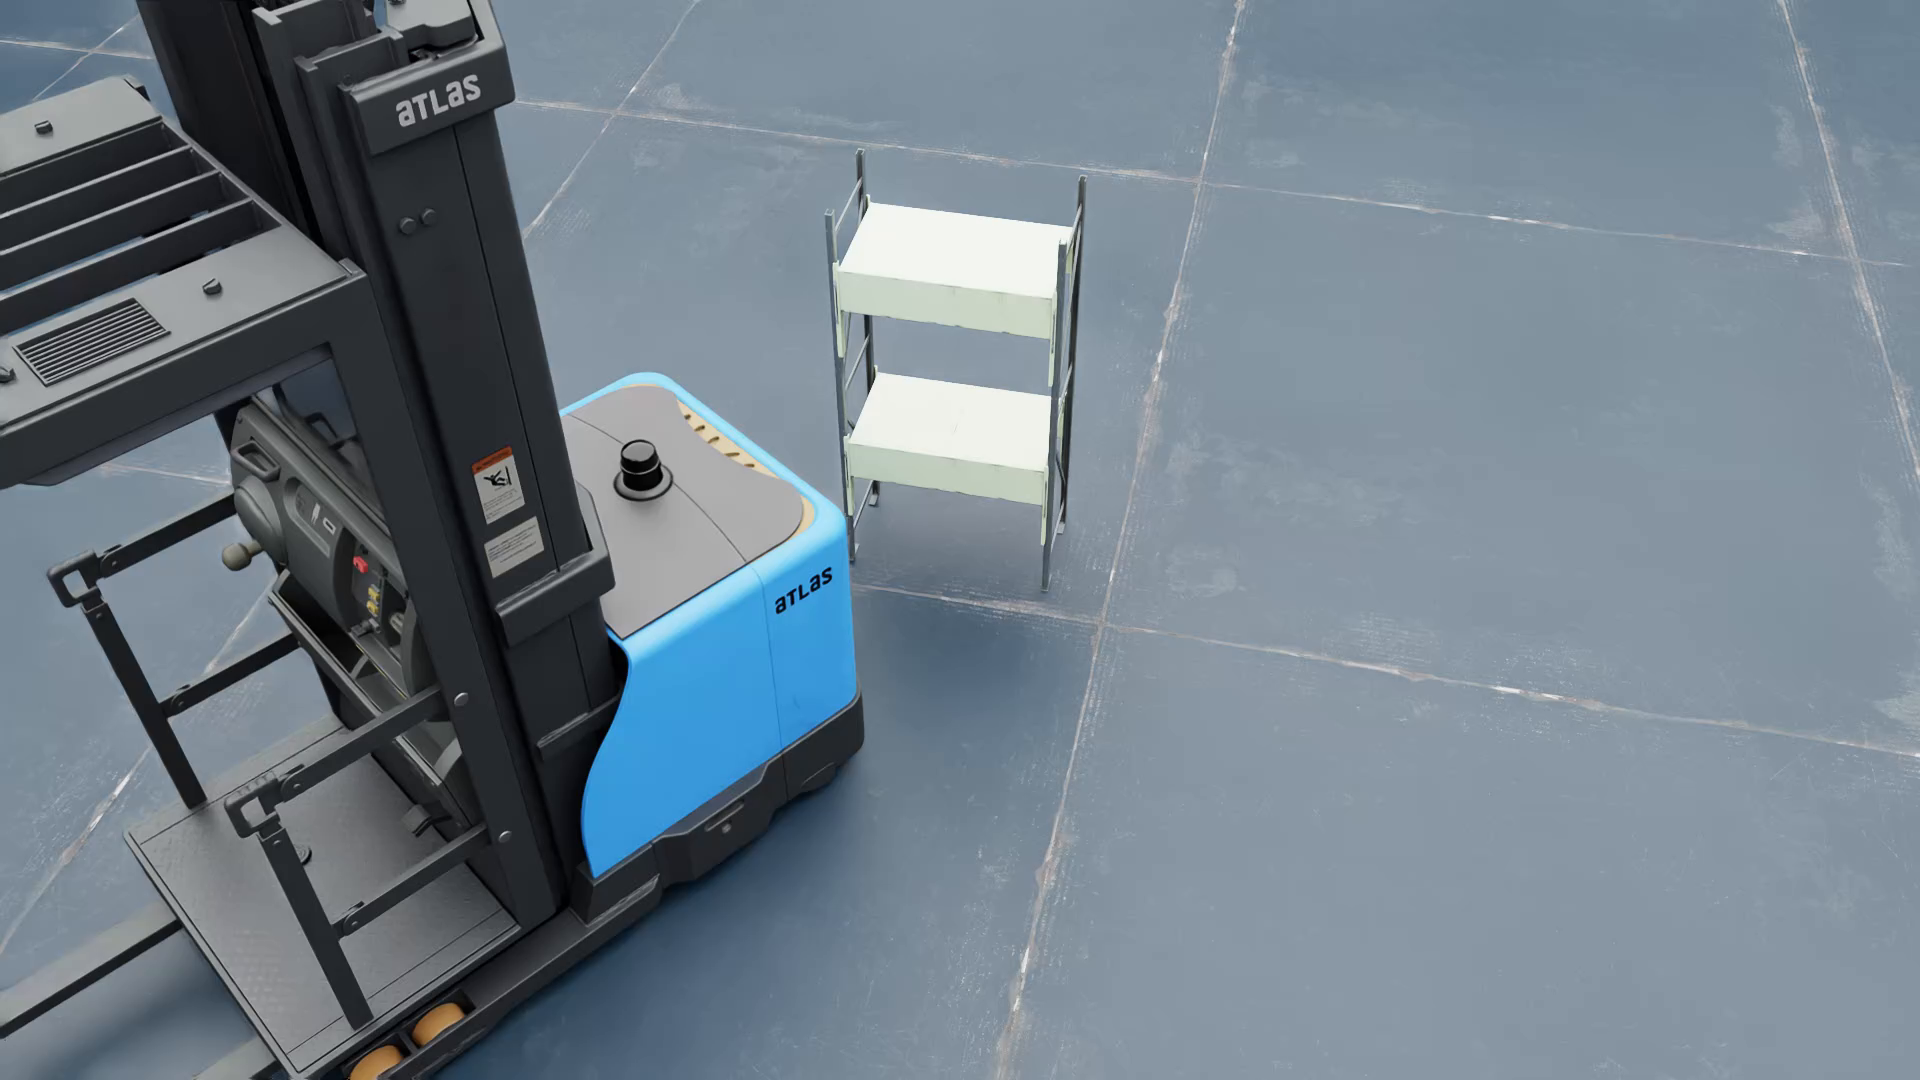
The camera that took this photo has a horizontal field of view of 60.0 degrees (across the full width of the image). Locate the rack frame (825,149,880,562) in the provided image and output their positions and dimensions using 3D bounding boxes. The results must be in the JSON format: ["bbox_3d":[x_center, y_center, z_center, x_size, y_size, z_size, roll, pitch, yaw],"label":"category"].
[{"bbox_3d":[-0.364,-0.597,5.789,0.023,1.500,0.400,9,45,9],"label":"rack frame"}]

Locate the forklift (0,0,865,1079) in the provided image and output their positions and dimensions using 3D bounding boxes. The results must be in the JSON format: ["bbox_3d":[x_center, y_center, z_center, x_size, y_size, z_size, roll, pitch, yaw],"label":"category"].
[{"bbox_3d":[-1.733,0.101,4.032,3.031,2.935,1.130,-33,53,-30],"label":"forklift"}]

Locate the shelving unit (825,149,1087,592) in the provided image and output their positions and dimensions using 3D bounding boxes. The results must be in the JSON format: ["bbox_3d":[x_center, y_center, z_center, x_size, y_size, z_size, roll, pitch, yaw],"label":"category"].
[{"bbox_3d":[-0.007,-0.541,5.731,0.755,1.500,0.431,9,45,9],"label":"shelving unit"}]

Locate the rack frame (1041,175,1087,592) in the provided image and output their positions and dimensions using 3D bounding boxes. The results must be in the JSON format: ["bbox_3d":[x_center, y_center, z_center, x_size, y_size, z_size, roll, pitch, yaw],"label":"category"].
[{"bbox_3d":[0.351,-0.486,5.673,0.023,1.500,0.400,9,45,9],"label":"rack frame"}]

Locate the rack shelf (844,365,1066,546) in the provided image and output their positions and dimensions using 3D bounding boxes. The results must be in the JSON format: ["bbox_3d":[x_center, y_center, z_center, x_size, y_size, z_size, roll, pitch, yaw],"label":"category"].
[{"bbox_3d":[-0.007,-0.306,5.957,0.720,0.370,0.431,9,45,9],"label":"rack shelf"}]

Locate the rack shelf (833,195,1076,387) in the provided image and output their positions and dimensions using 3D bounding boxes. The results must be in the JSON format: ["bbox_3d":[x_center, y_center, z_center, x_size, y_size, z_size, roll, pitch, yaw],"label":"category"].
[{"bbox_3d":[-0.007,-0.823,5.460,0.720,0.370,0.431,9,45,9],"label":"rack shelf"}]
